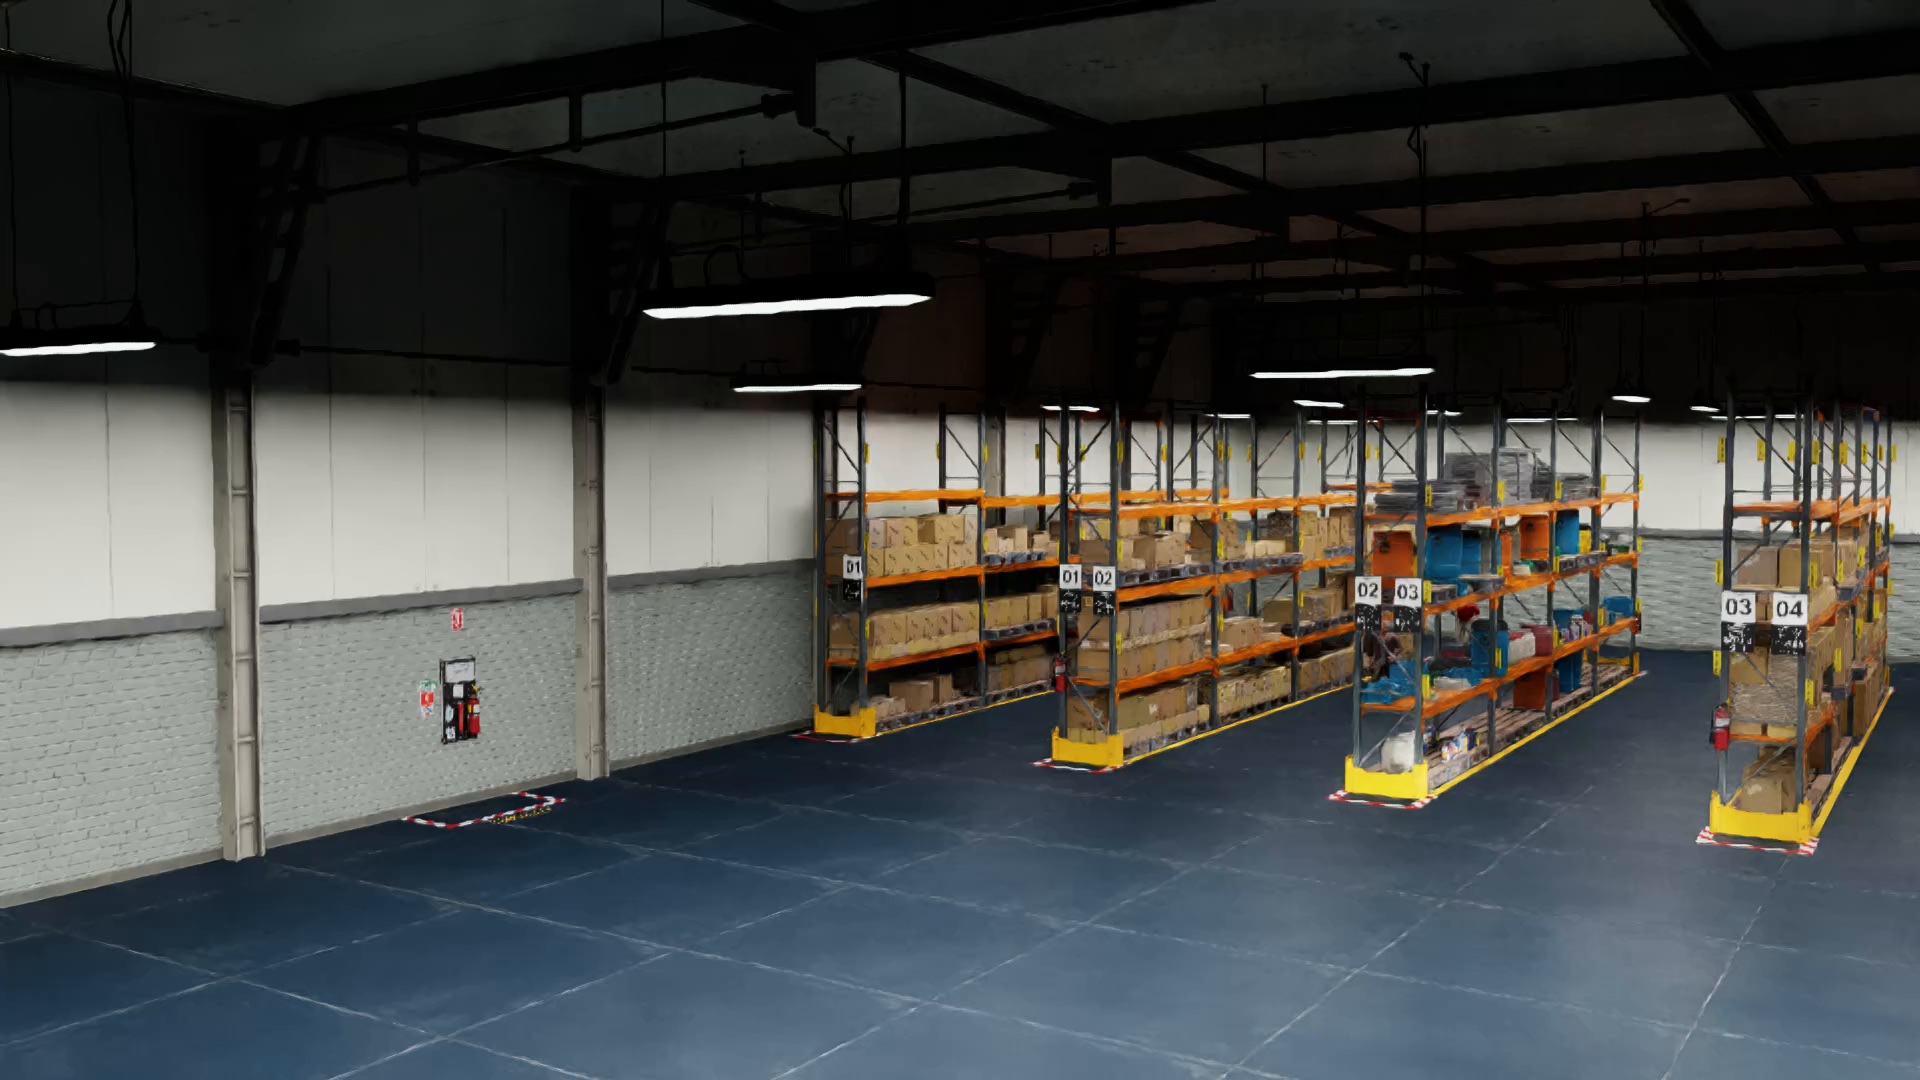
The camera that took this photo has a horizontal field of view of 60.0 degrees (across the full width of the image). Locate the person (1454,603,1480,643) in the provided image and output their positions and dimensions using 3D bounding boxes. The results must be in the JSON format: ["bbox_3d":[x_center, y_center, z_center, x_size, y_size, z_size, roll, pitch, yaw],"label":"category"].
[{"bbox_3d":[12.697,2.104,41.680,0.679,1.468,0.942,1,3,26],"label":"person"}]

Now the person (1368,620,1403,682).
[{"bbox_3d":[8.364,2.419,32.802,0.739,1.721,0.871,2,3,27],"label":"person"}]
